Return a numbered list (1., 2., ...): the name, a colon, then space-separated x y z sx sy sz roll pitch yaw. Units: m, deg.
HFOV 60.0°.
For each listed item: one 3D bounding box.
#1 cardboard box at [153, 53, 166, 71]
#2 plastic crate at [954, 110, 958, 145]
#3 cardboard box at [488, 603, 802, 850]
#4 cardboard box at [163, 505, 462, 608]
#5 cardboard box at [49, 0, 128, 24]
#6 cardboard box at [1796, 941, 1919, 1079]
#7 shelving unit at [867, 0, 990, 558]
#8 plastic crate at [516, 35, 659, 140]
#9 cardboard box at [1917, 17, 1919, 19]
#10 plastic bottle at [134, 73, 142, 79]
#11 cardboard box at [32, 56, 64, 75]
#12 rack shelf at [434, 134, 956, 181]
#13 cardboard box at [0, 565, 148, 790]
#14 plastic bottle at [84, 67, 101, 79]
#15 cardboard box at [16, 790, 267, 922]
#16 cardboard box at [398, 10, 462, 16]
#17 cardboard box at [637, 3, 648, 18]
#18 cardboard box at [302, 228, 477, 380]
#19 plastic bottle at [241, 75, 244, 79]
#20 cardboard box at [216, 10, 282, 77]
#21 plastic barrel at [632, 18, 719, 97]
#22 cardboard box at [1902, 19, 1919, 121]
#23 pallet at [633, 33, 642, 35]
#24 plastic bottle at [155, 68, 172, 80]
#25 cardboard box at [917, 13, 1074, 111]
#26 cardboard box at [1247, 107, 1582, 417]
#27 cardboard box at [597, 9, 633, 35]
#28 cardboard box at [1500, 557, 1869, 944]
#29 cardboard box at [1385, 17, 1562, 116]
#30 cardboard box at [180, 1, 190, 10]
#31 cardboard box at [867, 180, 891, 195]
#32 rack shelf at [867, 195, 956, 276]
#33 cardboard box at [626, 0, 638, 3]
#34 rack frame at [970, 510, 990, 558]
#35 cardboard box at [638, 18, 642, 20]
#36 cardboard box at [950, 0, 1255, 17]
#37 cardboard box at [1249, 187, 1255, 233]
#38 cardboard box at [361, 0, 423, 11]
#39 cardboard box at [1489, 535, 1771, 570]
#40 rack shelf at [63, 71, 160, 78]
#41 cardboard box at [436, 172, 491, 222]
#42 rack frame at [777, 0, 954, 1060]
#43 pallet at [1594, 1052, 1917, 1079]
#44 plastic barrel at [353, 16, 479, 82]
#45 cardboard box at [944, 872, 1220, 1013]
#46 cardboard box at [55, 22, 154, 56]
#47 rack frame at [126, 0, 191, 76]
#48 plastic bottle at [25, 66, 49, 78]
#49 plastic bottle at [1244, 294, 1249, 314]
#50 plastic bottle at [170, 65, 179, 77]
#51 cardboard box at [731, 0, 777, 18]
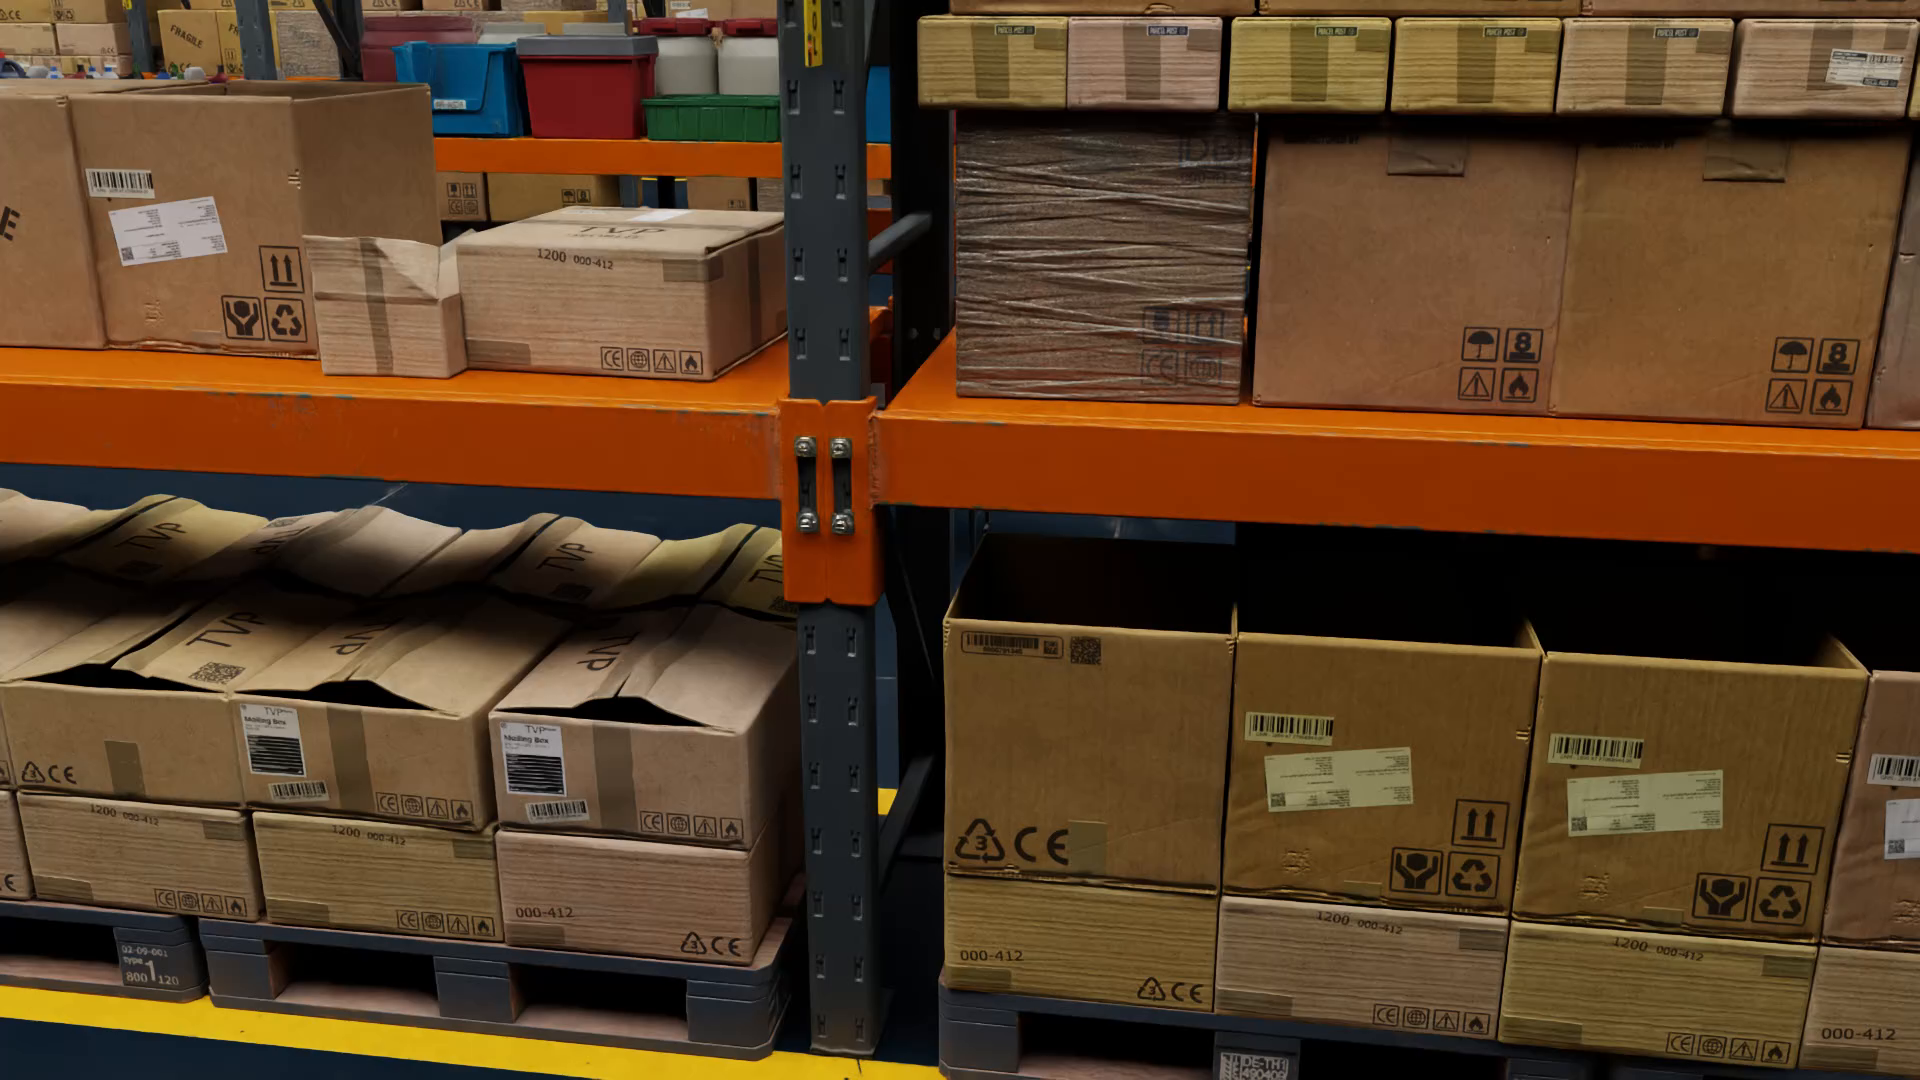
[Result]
1. cardboard box: -6.716 -4.069 14.132 0.250 0.149 0.380 3 19 9
2. plastic crate: 0.109 -2.073 7.672 0.583 0.464 0.402 3 19 9
3. cardboard box: -0.599 0.345 3.331 0.500 0.311 0.500 3 19 9
4. cardboard box: -1.526 0.125 3.991 0.500 0.311 0.500 2 19 7
5. cardboard box: -6.973 -4.434 13.413 0.500 0.500 0.500 3 19 10
6. cardboard box: 1.737 0.737 3.044 0.500 0.250 0.500 3 19 9
7. shelving unit: -0.163 -1.004 5.995 0.503 2.100 0.431 3 19 9
8. plastic crate: -1.766 -2.169 7.957 0.583 0.464 0.402 3 19 9
9. cardboard box: 1.772 -1.129 2.749 0.500 0.500 0.700 3 19 9
10. plastic bottle: -4.008 -2.159 8.212 0.133 0.283 0.061 3 19 9
11. cardboard box: -7.338 -3.888 13.593 0.250 0.149 0.380 3 19 8
12. rack shelf: -1.339 -1.874 8.310 4.000 0.370 1.077 3 19 9
13. cardboard box: -2.101 0.269 3.560 0.500 0.311 0.500 3 19 8
14. plastic bottle: -4.712 -2.439 9.067 0.097 0.271 0.097 0 18 0
15. cardboard box: -1.613 0.560 3.573 0.500 0.250 0.500 3 19 10
16. cardboard box: -4.059 -3.914 13.116 0.500 0.500 0.500 2 19 7
17. cardboard box: -3.218 -5.571 17.491 0.250 0.149 0.380 3 19 8
18. cardboard box: -1.050 -0.486 3.240 0.258 0.266 0.396 2 19 7
19. plastic bottle: -3.799 -2.392 8.928 0.097 0.271 0.097 0 18 0
20. cardboard box: -5.566 -3.990 13.342 0.500 0.500 0.500 3 19 9
21. plastic barrel: -1.425 -2.354 8.398 0.433 0.535 0.433 0 18 0
22. cardboard box: 1.611 -0.767 2.688 0.250 0.149 0.380 3 19 8
23. pallet: -3.602 -5.412 18.053 1.213 0.211 1.003 3 19 9
24. plastic bottle: -4.266 -2.396 8.941 0.097 0.271 0.097 0 18 0
25. cardboard box: 0.081 -0.844 2.917 0.250 0.149 0.380 3 19 9
26. cardboard box: 0.808 -0.565 3.108 0.500 0.500 0.700 3 19 8
27. cardboard box: -2.964 -4.025 13.447 0.500 0.500 0.500 3 19 10
28. cardboard box: 1.242 0.358 2.995 0.500 0.500 0.500 3 19 9
29. cardboard box: 0.843 -0.806 2.804 0.250 0.149 0.380 3 19 8
30. cardboard box: -8.608 -5.879 18.521 0.500 0.500 0.500 3 19 9
31. cardboard box: -0.752 -2.813 13.229 0.500 0.500 0.700 5 19 13
32. rack shelf: -0.163 -0.991 5.999 0.480 0.518 0.431 3 19 9
33. cardboard box: -3.474 -5.725 17.483 0.250 0.149 0.380 4 19 11
34. rack frame: 0.077 -0.992 5.958 0.015 2.100 0.400 3 19 9
35. cardboard box: -3.211 -5.430 17.538 0.250 0.149 0.380 2 19 6
36. cardboard box: 0.286 -1.205 2.975 0.500 0.500 0.700 3 19 9
37. cardboard box: 2.377 -2.621 12.686 0.500 0.500 0.500 9 21 26
38. cardboard box: -4.553 -4.498 13.280 0.637 0.503 0.797 4 19 10
39. cardboard box: 1.325 0.194 3.486 0.500 0.500 0.500 3 19 9
40. rack shelf: -8.452 -3.828 14.151 4.000 0.370 1.077 3 19 9
41. cardboard box: -4.085 -3.148 13.670 0.875 0.875 1.225 3 19 9
42. rack frame: -0.153 -0.563 3.258 0.127 3.000 1.000 3 19 9
43. pallet: 1.833 0.873 3.360 1.213 0.211 1.003 3 19 9
44. plastic barrel: -2.807 -2.452 8.689 0.708 0.536 0.600 3 19 9
45. cardboard box: 0.257 0.660 3.274 0.500 0.250 0.500 3 19 9
46. cardboard box: -6.955 -4.079 13.533 0.500 0.250 0.500 3 19 8
47. rack frame: -6.477 -4.069 13.736 0.127 3.000 1.000 3 19 9
48. plastic bottle: -5.059 -2.450 9.093 0.135 0.276 0.152 3 19 9
49. plastic bottle: 1.507 -1.115 8.390 0.185 0.351 0.144 2 19 6
50. plastic bottle: -4.271 -2.428 9.016 0.133 0.283 0.061 3 19 9
51. cardboard box: -1.421 -4.103 13.018 0.500 0.500 0.700 6 19 17
